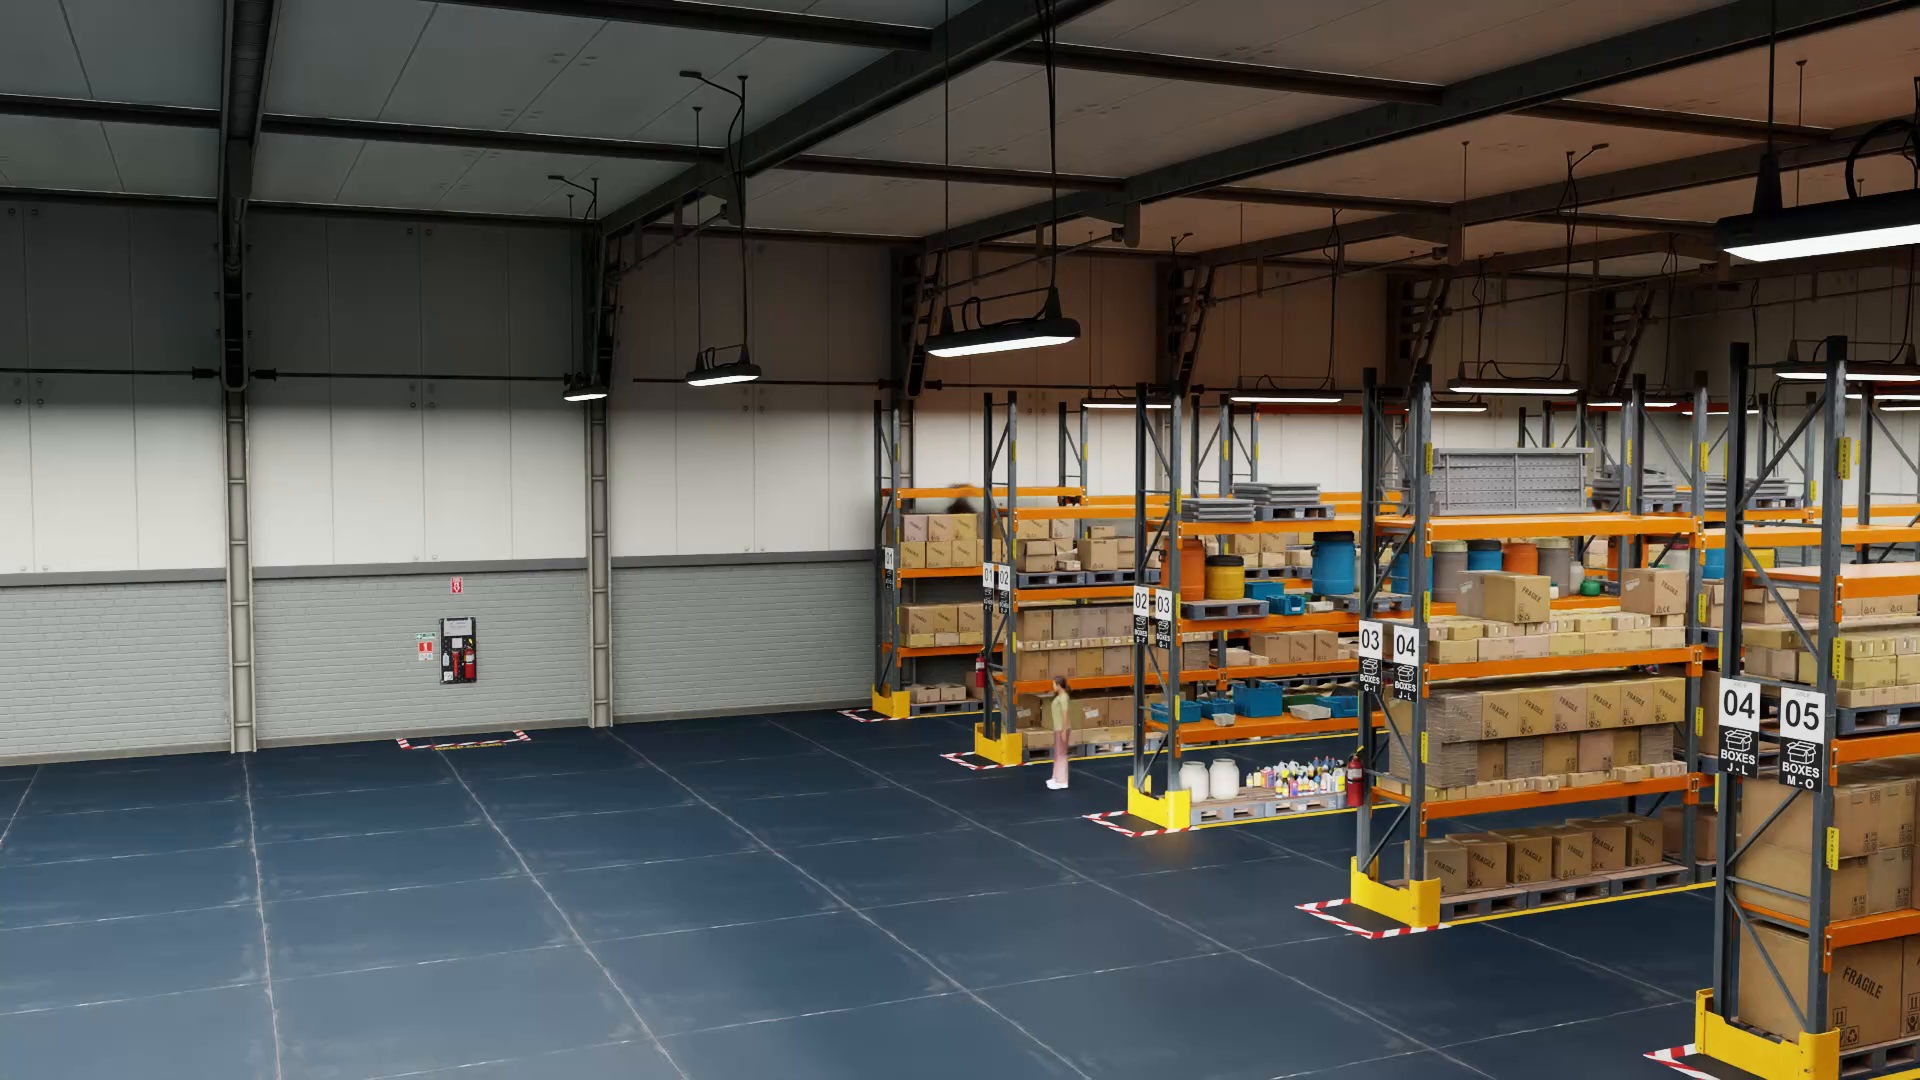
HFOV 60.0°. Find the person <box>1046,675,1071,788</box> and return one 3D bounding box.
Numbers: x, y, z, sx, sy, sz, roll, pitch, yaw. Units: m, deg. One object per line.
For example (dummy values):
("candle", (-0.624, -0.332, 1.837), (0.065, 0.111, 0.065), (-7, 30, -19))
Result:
("person", (1.493, 2.865, 24.990), (0.394, 1.679, 0.487), (0, 3, 0))
